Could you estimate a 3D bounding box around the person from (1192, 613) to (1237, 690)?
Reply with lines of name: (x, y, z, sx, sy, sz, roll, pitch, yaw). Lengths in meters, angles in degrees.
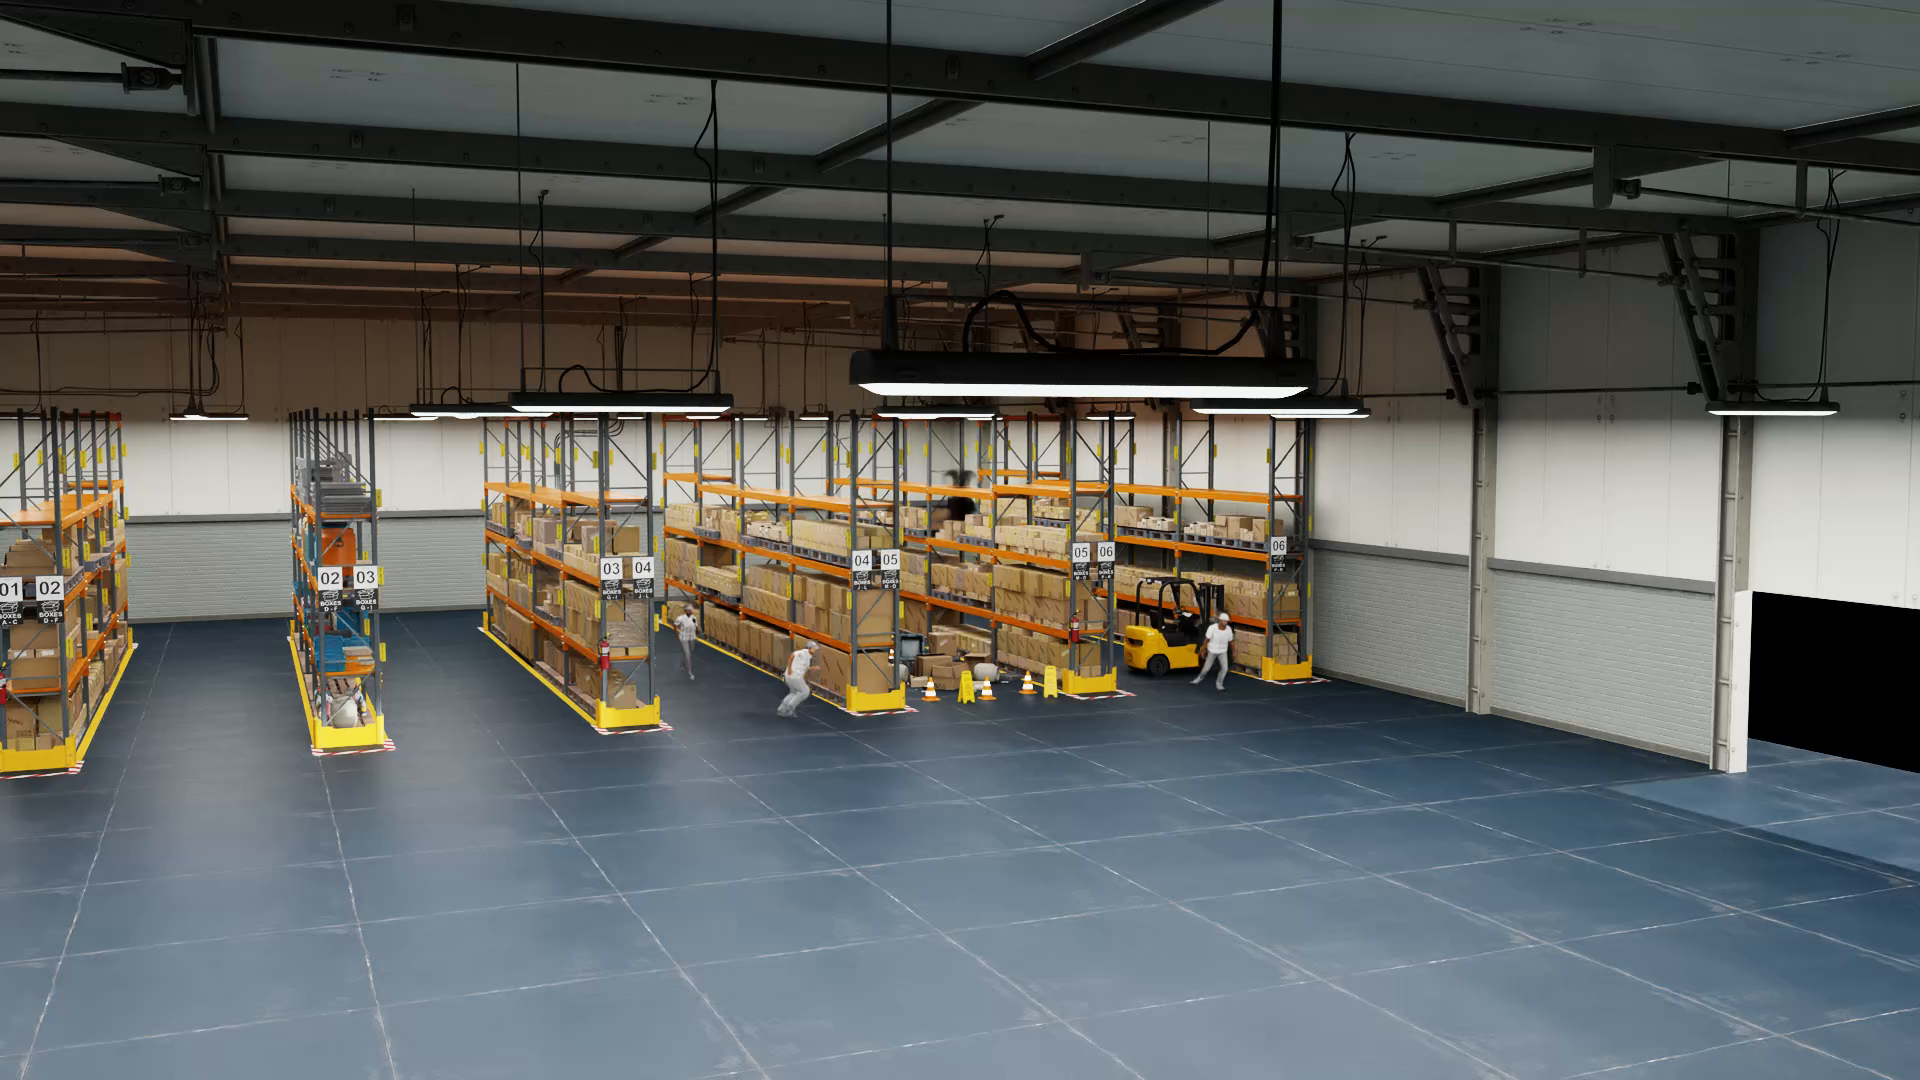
person: (5.497, 2.377, 35.827, 0.862, 1.665, 0.792, -1, 4, -8)

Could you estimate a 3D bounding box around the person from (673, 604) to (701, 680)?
person: (-6.188, 2.263, 37.543, 0.551, 1.694, 0.914, -3, 5, -37)

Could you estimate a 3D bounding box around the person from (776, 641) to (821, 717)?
person: (-3.155, 2.701, 32.322, 0.885, 1.498, 0.644, 1, 4, 9)
